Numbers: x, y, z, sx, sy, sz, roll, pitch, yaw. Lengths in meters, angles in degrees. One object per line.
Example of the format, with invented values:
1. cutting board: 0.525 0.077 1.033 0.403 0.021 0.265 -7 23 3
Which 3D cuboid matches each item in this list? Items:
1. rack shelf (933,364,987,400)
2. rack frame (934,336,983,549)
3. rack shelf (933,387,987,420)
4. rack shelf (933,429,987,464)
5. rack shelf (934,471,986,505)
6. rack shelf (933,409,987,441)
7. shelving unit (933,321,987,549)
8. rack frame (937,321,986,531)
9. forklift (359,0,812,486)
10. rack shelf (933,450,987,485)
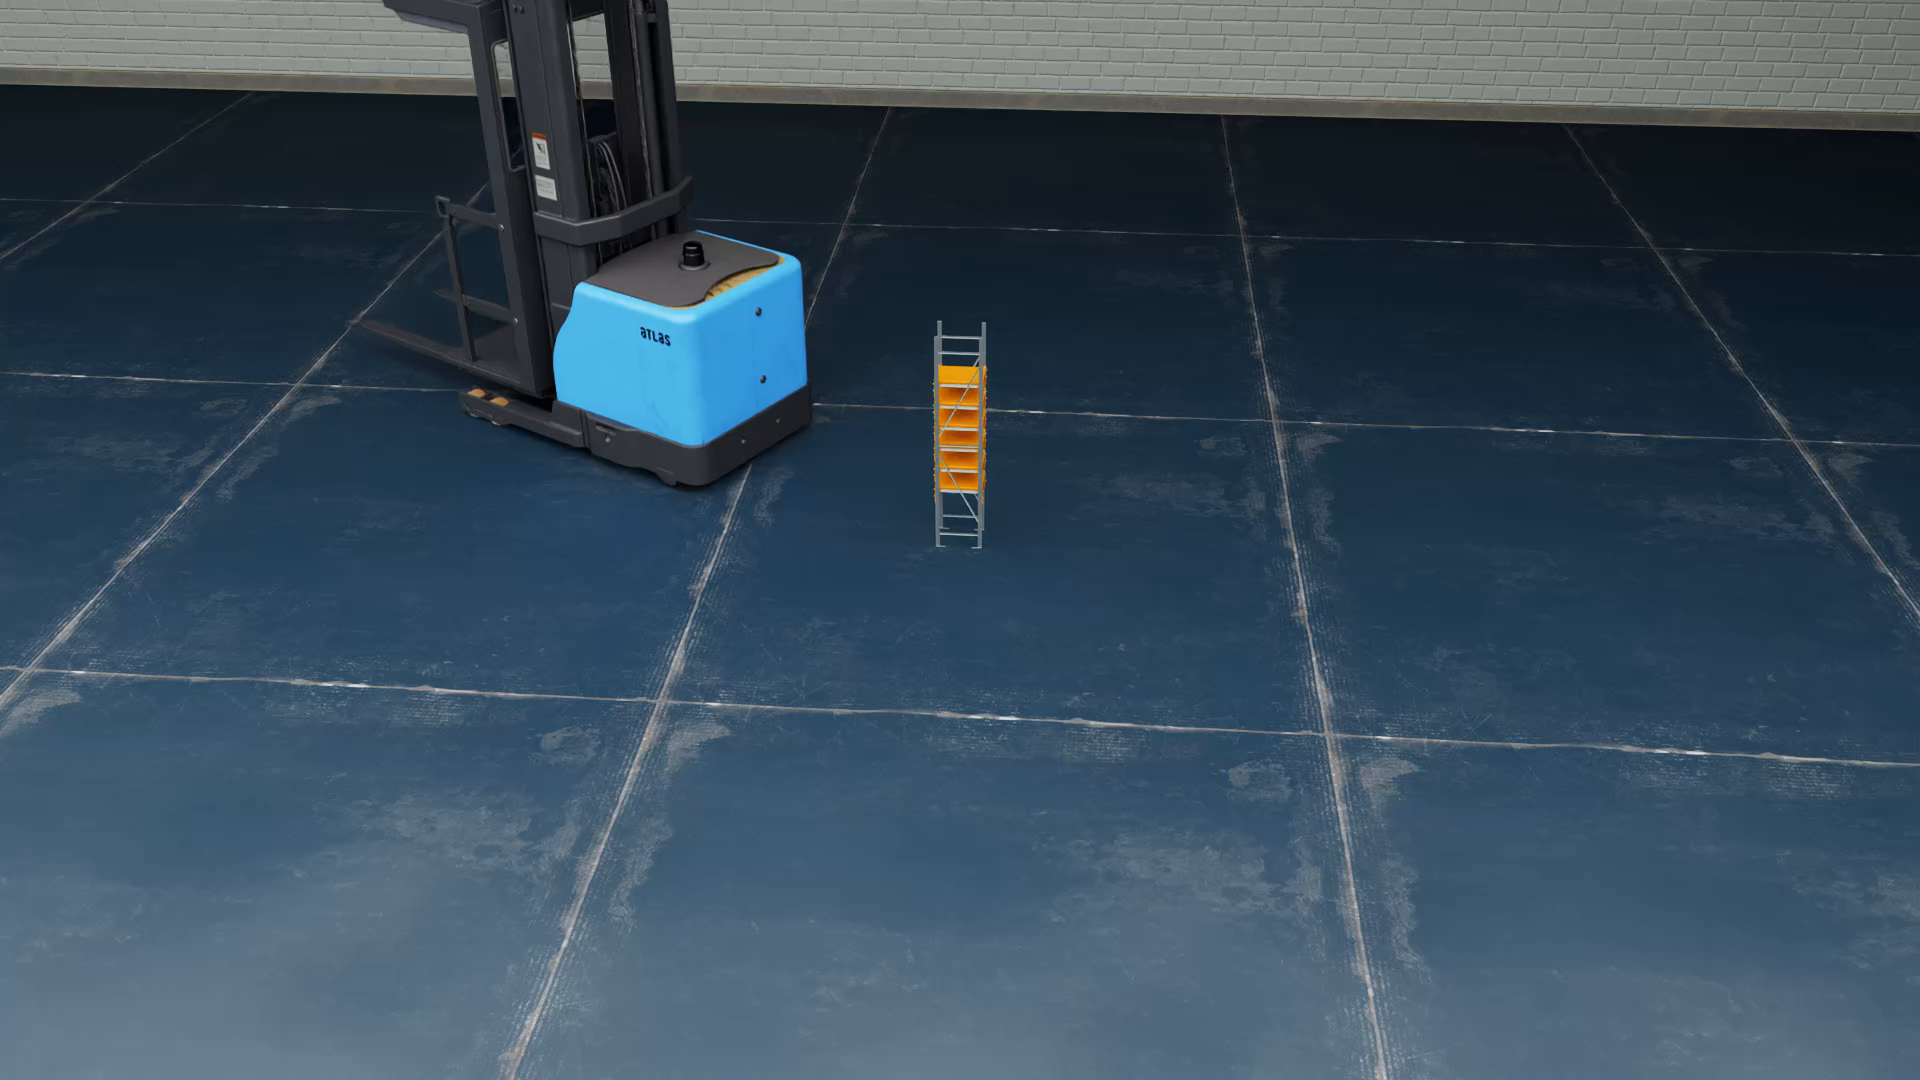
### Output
1. rack shelf: 0.001 -0.787 8.282 0.258 0.103 0.180 2 32 4
2. rack frame: -0.006 -0.471 8.370 0.240 1.200 0.006 2 32 4
3. rack shelf: 0.001 -0.685 8.345 0.258 0.103 0.180 2 32 4
4. rack shelf: 0.001 -0.481 8.471 0.258 0.103 0.180 2 32 4
5. rack shelf: 0.001 -0.276 8.597 0.258 0.103 0.180 2 32 4
6. rack shelf: 0.001 -0.583 8.408 0.258 0.103 0.180 2 32 4
7. shelving unit: 0.001 -0.518 8.447 0.258 1.200 0.189 2 32 4
8. rack frame: 0.009 -0.566 8.525 0.240 1.200 0.006 2 32 4
9. forklift: -2.376 -2.133 9.418 3.031 2.935 1.130 19 37 28
10. rack shelf: 0.001 -0.378 8.534 0.258 0.103 0.180 2 32 4
